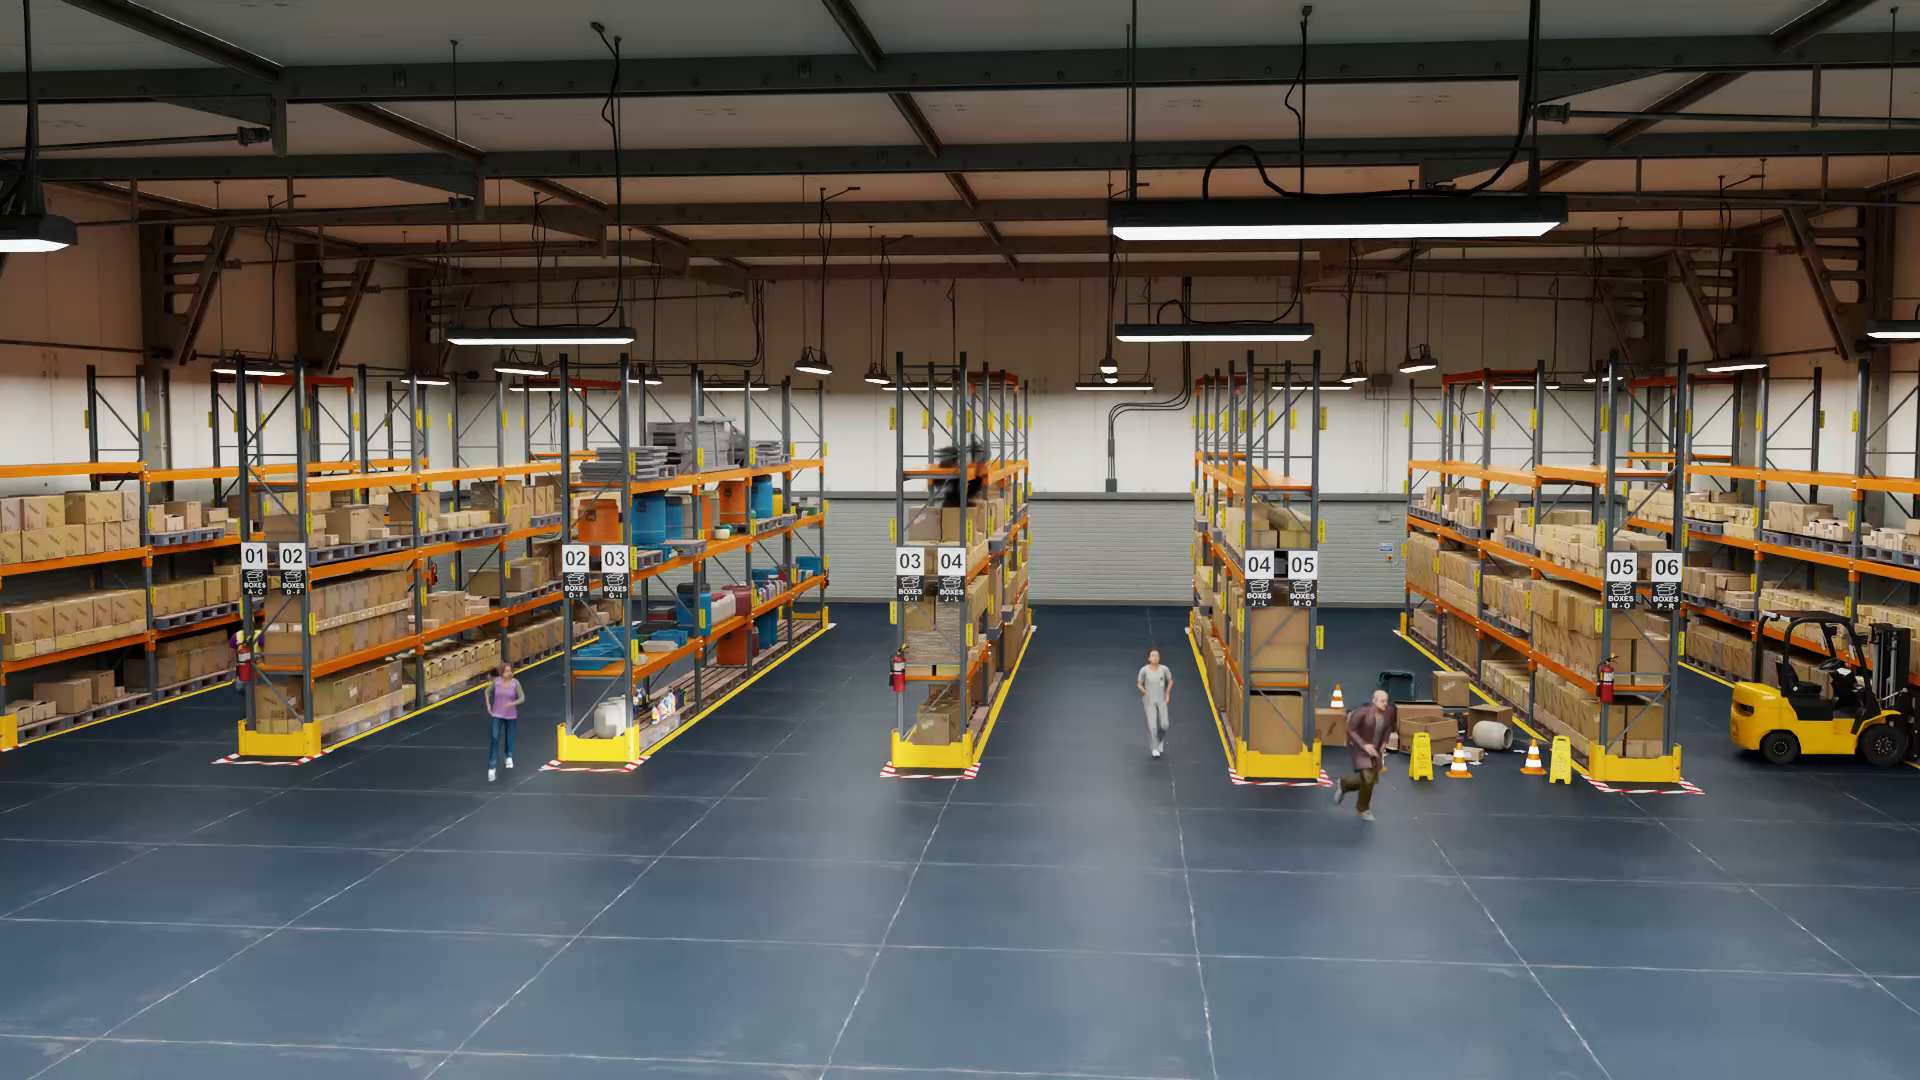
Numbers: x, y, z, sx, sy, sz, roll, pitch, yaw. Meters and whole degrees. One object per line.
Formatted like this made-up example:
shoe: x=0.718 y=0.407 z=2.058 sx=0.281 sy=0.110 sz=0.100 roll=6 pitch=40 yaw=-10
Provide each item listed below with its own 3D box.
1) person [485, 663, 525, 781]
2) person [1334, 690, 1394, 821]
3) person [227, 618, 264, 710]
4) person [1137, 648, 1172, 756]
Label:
person: x=-6.438 y=2.546 z=23.552 sx=0.541 sy=1.563 sz=0.861 roll=-1 pitch=4 yaw=-16
person: x=5.136 y=2.693 z=21.071 sx=0.733 sy=1.686 sz=0.873 roll=-2 pitch=5 yaw=-26
person: x=-12.092 y=2.135 z=28.233 sx=0.705 sy=1.722 sz=0.578 roll=-1 pitch=4 yaw=-9
person: x=2.914 y=2.421 z=24.762 sx=0.539 sy=1.626 sz=0.541 roll=0 pitch=4 yaw=0
